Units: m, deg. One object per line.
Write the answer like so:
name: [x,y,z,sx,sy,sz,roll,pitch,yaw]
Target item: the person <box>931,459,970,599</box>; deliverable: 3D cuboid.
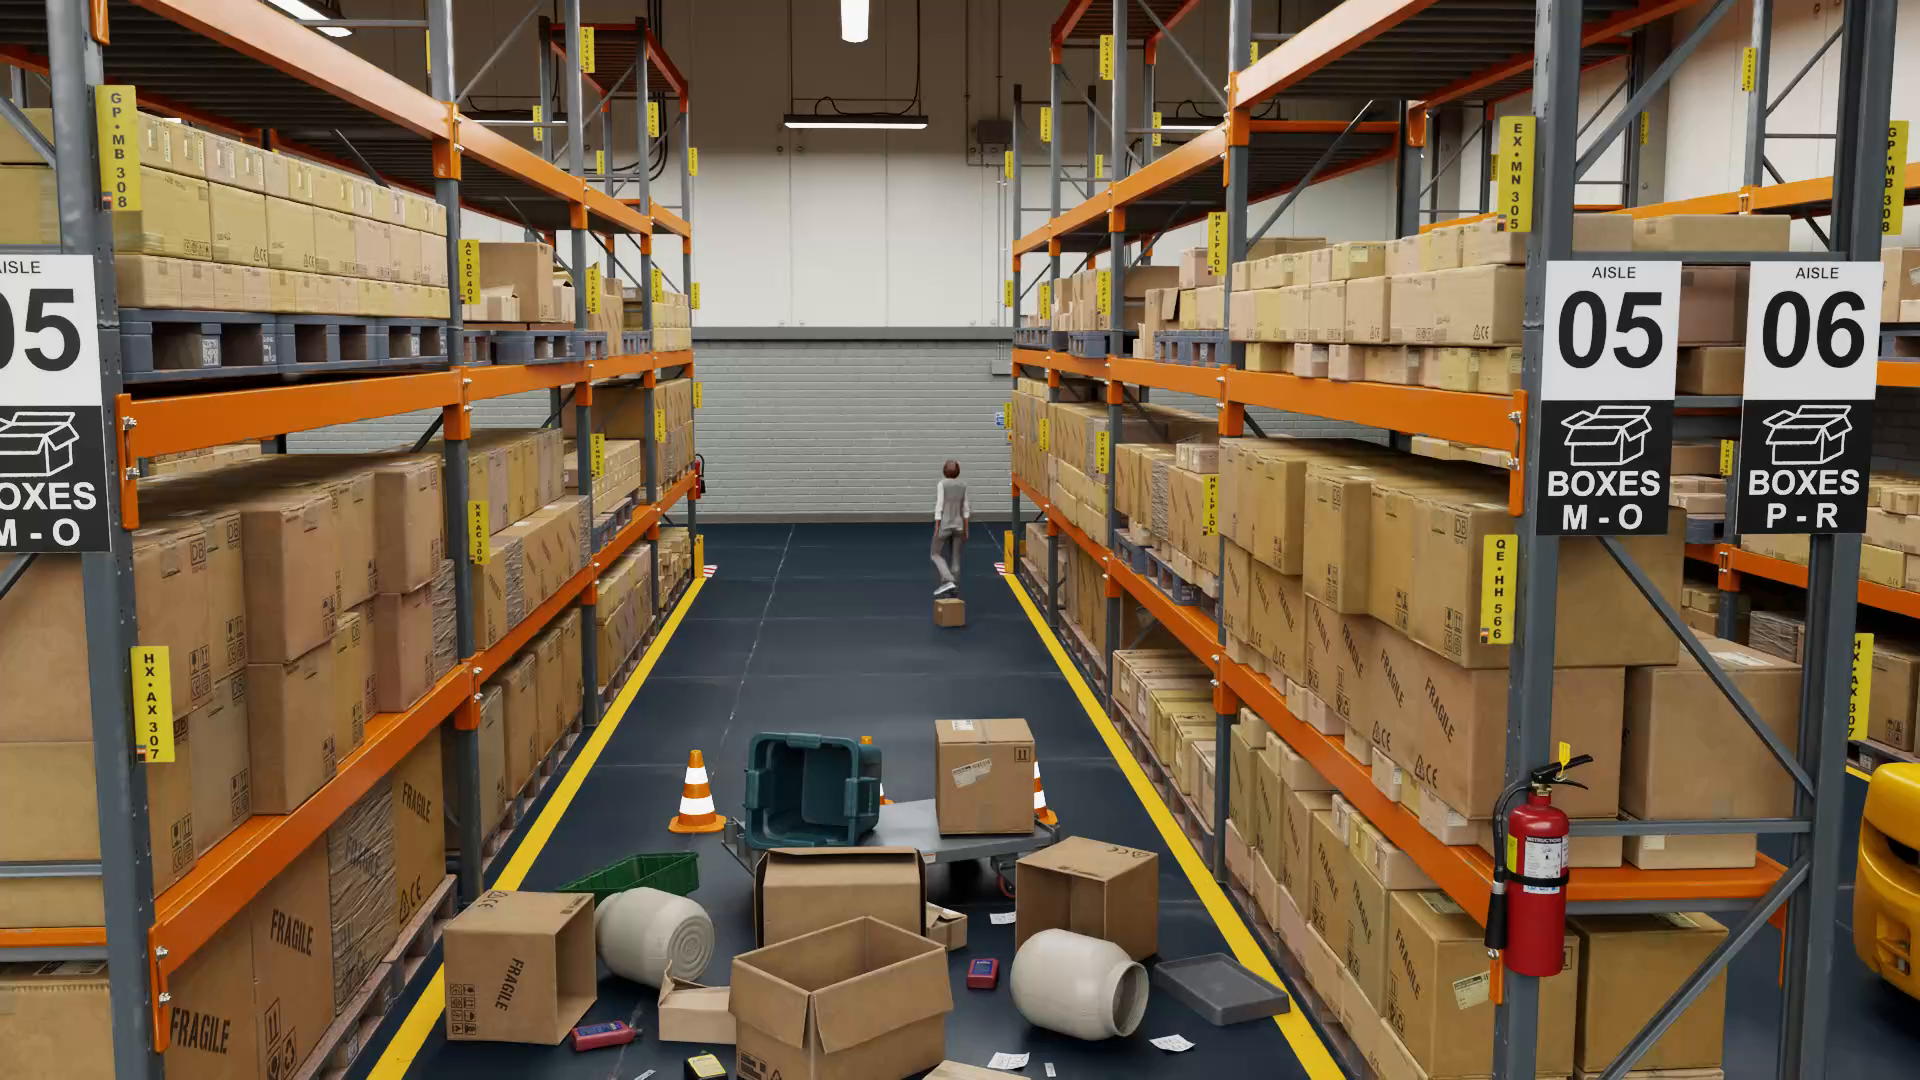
person: [-0.093,-0.094,18.538,0.471,1.574,0.449,-3,8,-23]
